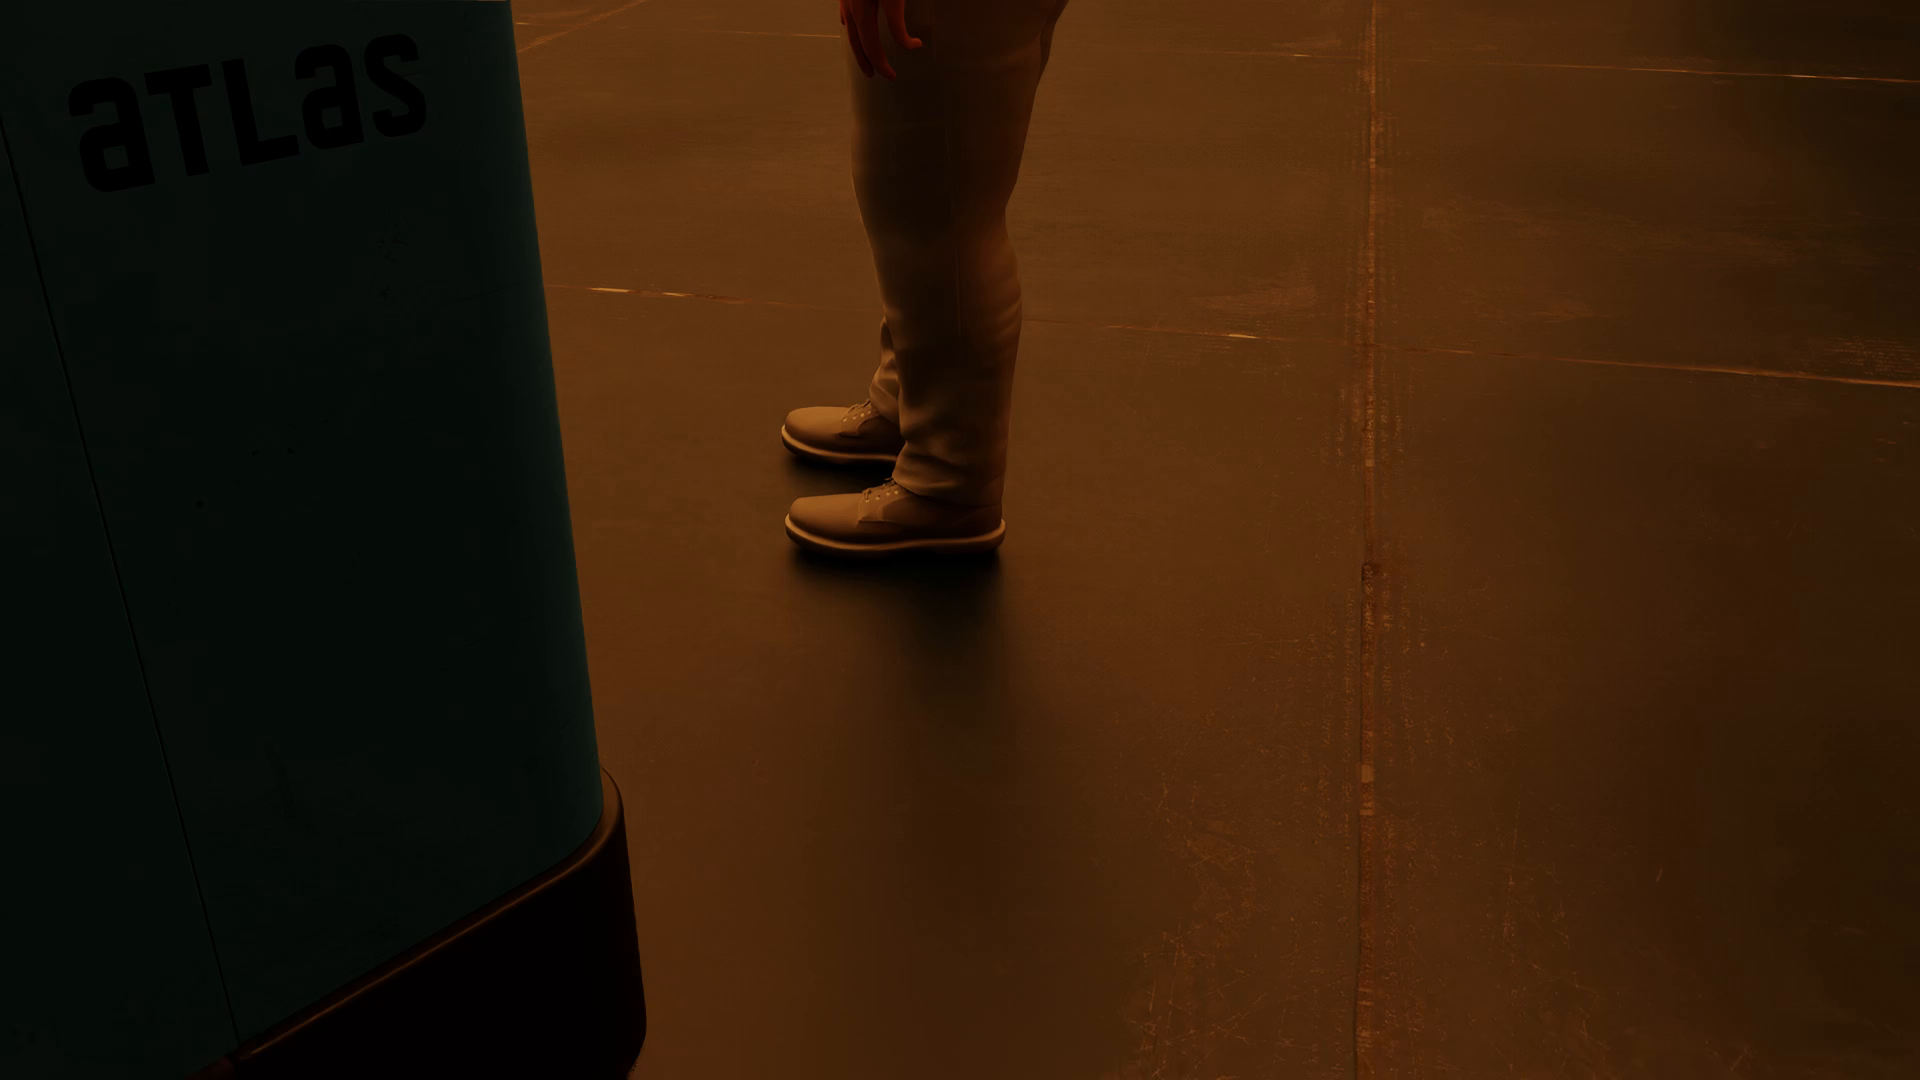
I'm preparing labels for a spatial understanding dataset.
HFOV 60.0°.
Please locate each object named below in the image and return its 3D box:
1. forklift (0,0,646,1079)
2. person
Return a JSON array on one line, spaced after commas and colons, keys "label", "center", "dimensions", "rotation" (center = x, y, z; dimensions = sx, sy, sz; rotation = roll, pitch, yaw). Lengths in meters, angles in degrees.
[{"label": "forklift", "center": [-1.627, -0.451, 0.140], "dimensions": [1.130, 2.935, 3.031], "rotation": [22, 34, 36]}, {"label": "person", "center": [-0.074, -0.815, 2.120], "dimensions": [0.573, 1.782, 0.642], "rotation": [6, 27, 11]}]
